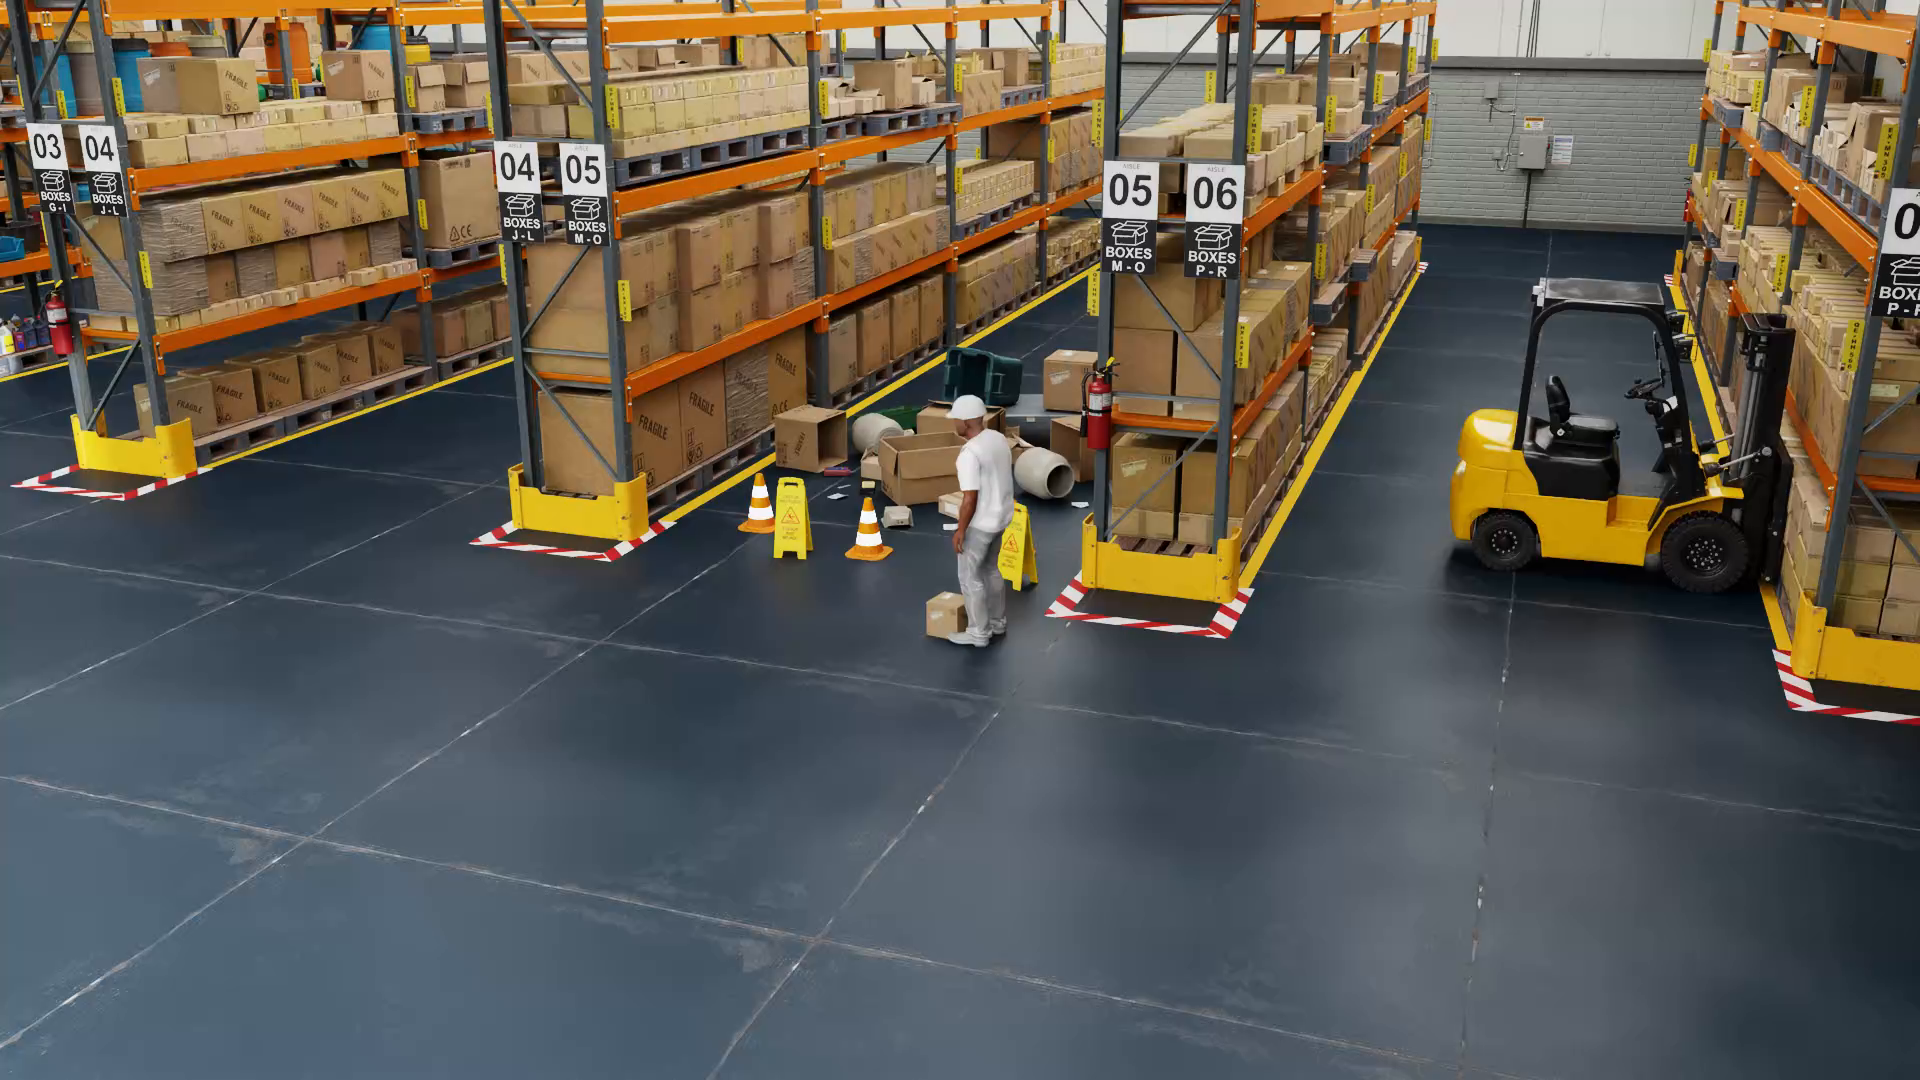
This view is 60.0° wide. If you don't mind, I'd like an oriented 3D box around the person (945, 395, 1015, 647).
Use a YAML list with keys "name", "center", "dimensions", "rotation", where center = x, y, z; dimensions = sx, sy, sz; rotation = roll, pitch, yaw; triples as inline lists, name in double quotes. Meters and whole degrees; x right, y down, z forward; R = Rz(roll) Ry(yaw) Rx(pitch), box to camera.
- name: "person"
  center: [0.129, -0.139, 11.450]
  dimensions: [0.460, 1.759, 0.629]
  rotation: [9, 21, 26]
